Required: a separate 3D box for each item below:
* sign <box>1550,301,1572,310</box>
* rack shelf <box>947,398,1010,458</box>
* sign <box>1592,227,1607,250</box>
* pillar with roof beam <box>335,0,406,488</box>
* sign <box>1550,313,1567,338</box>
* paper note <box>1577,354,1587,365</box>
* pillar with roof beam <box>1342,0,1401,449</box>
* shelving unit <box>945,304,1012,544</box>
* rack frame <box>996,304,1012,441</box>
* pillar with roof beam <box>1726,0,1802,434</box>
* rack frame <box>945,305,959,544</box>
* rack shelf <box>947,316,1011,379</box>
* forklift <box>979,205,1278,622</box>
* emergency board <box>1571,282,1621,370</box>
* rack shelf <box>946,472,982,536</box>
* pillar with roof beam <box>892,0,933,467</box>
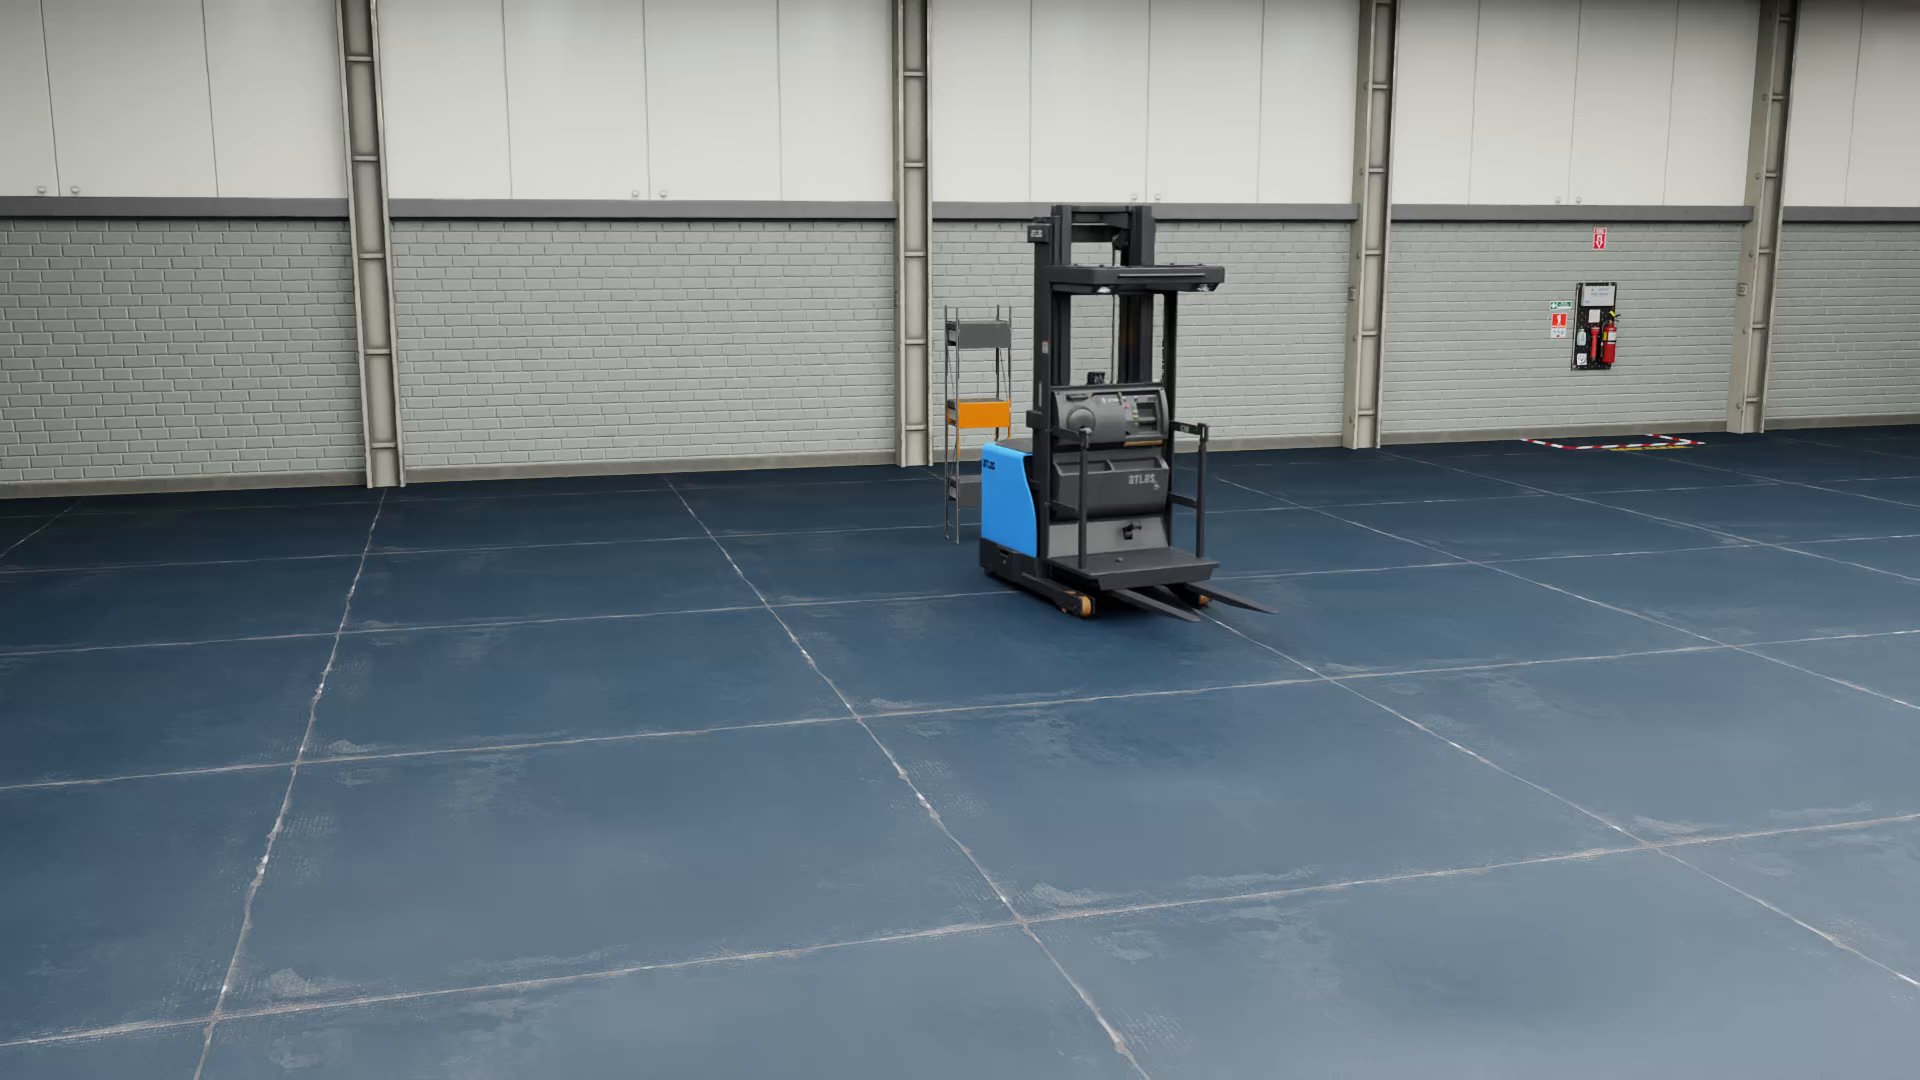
[{"bbox_3d":[8.033,-3.136,22.233,0.331,0.109,0.001,-3,11,-16],"label":"sign"},{"bbox_3d":[0.159,-1.028,14.904,0.480,0.518,0.431,-3,11,-16],"label":"rack shelf"},{"bbox_3d":[8.550,-4.026,22.228,0.199,0.298,0.001,-3,11,-16],"label":"sign"},{"bbox_3d":[-5.110,-4.279,13.433,0.400,9.000,9.100,-3,11,-16],"label":"pillar with roof beam"},{"bbox_3d":[8.026,-2.876,22.288,0.234,0.329,0.001,-3,11,-16],"label":"sign"},{"bbox_3d":[8.396,-2.439,22.442,0.142,0.148,0.016,-3,11,-16],"label":"paper note"},{"bbox_3d":[6.411,-4.886,16.732,0.400,9.000,9.100,-3,11,-16],"label":"pillar with roof beam"},{"bbox_3d":[0.159,-1.041,14.902,0.503,2.100,0.431,-3,11,-16],"label":"shelving unit"},{"bbox_3d":[0.393,-1.053,14.969,0.015,2.100,0.400,-3,11,-16],"label":"rack frame"},{"bbox_3d":[12.172,-5.189,18.381,0.400,9.000,9.100,-3,11,-16],"label":"pillar with roof beam"},{"bbox_3d":[-0.075,-1.029,14.835,0.015,2.100,0.400,-3,11,-16],"label":"rack frame"},{"bbox_3d":[0.159,-1.716,14.778,0.480,0.518,0.431,-3,11,-16],"label":"rack shelf"},{"bbox_3d":[1.220,-0.964,12.188,1.130,2.935,3.031,-5,11,-24],"label":"forklift"},{"bbox_3d":[8.586,-2.869,22.346,0.643,1.169,0.194,-3,11,-16],"label":"emergency board"},{"bbox_3d":[0.159,-0.339,15.031,0.480,0.518,0.431,-3,11,-16],"label":"rack shelf"},{"bbox_3d":[0.651,-4.582,15.082,0.400,9.000,9.100,-3,11,-16],"label":"pillar with roof beam"}]
